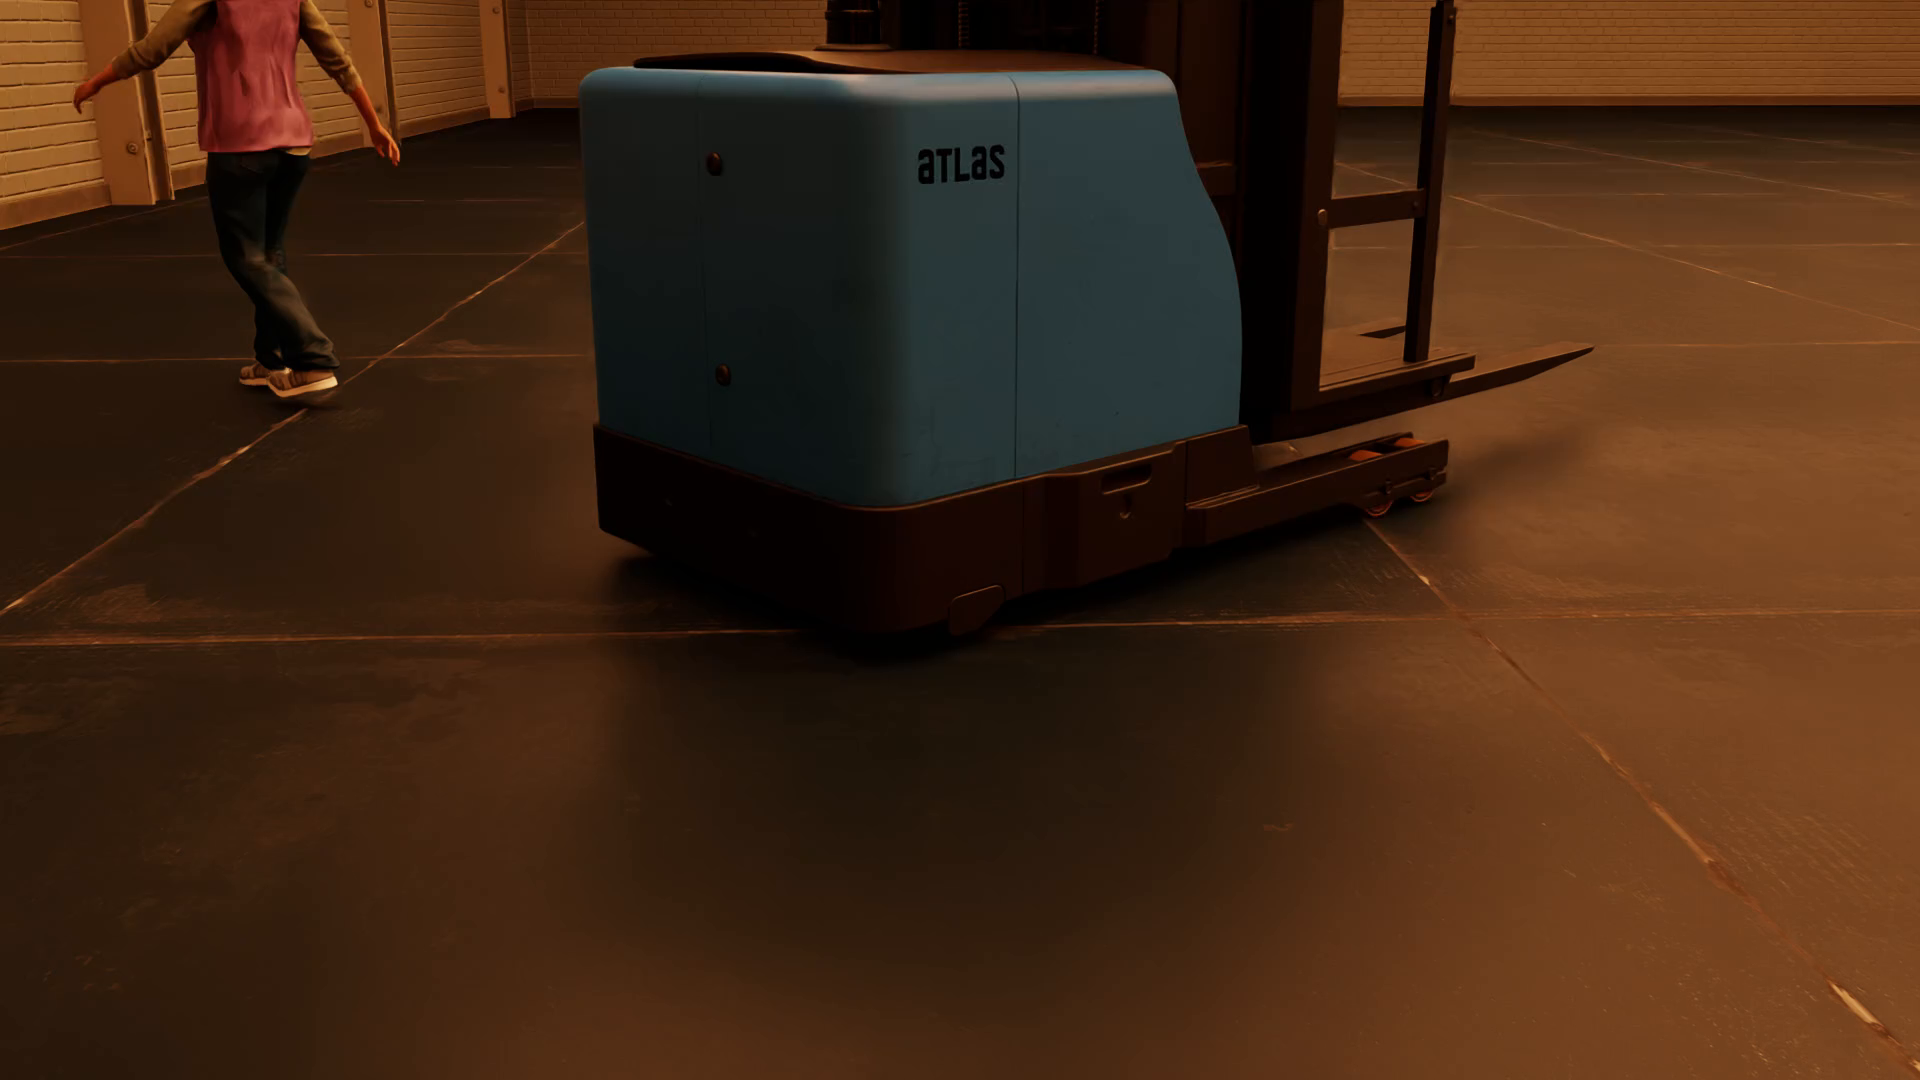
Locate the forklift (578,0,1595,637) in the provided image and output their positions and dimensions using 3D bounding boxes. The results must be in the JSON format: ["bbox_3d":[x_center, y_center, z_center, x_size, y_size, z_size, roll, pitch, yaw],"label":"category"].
[{"bbox_3d":[0.607,-1.558,4.000,3.031,2.935,1.130,-15,23,-40],"label":"forklift"}]

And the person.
[{"bbox_3d":[-2.231,-1.234,5.297,0.703,1.574,0.812,10,20,30],"label":"person"}]
